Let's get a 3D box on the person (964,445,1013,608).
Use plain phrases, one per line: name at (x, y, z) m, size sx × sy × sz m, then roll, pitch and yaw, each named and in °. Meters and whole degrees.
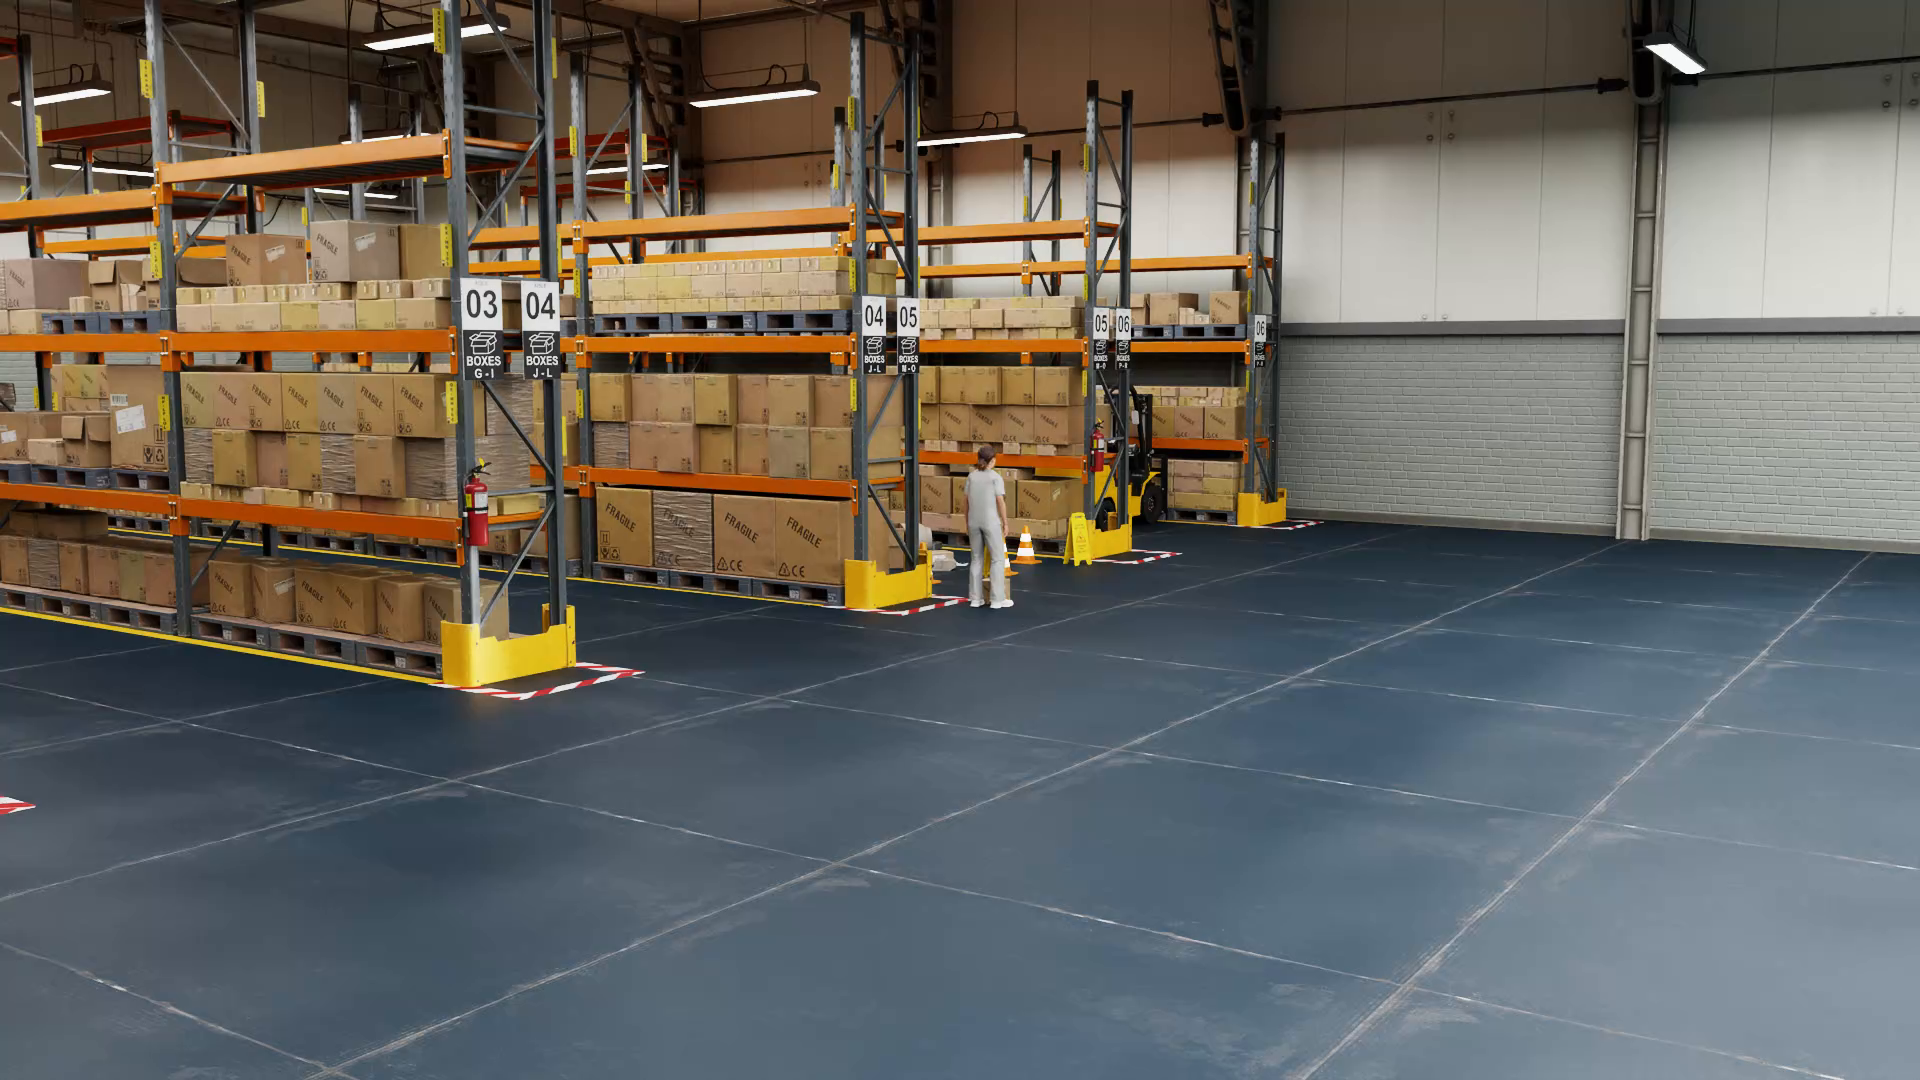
person at (0.272, -0.140, 17.216) m, size 0.493 × 1.673 × 0.356 m, roll 4°, pitch 7°, yaw 29°
